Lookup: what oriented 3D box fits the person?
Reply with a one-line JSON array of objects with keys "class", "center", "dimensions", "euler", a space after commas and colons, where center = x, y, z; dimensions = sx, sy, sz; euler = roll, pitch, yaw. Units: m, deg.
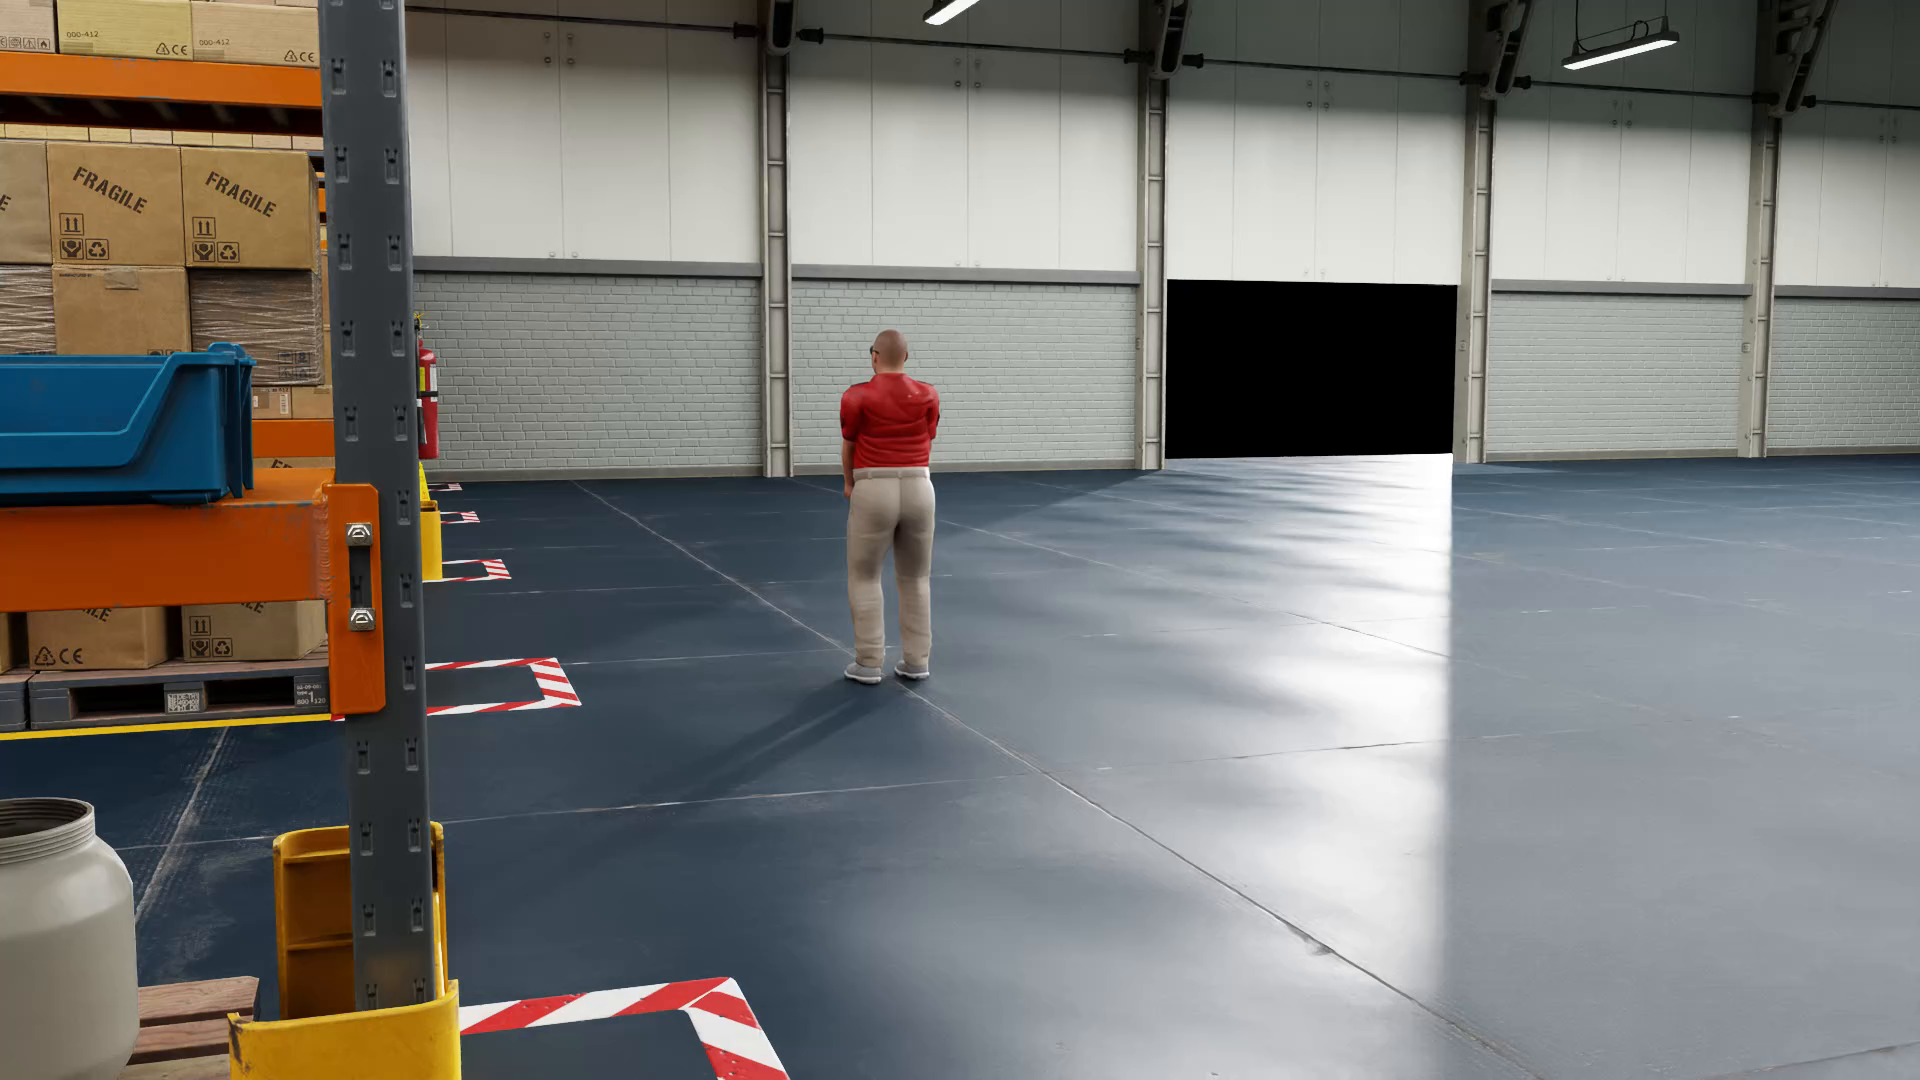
[{"class": "person", "center": [-0.375, -0.171, 8.179], "dimensions": [0.493, 1.712, 0.531], "euler": [-2, 6, -18]}]
